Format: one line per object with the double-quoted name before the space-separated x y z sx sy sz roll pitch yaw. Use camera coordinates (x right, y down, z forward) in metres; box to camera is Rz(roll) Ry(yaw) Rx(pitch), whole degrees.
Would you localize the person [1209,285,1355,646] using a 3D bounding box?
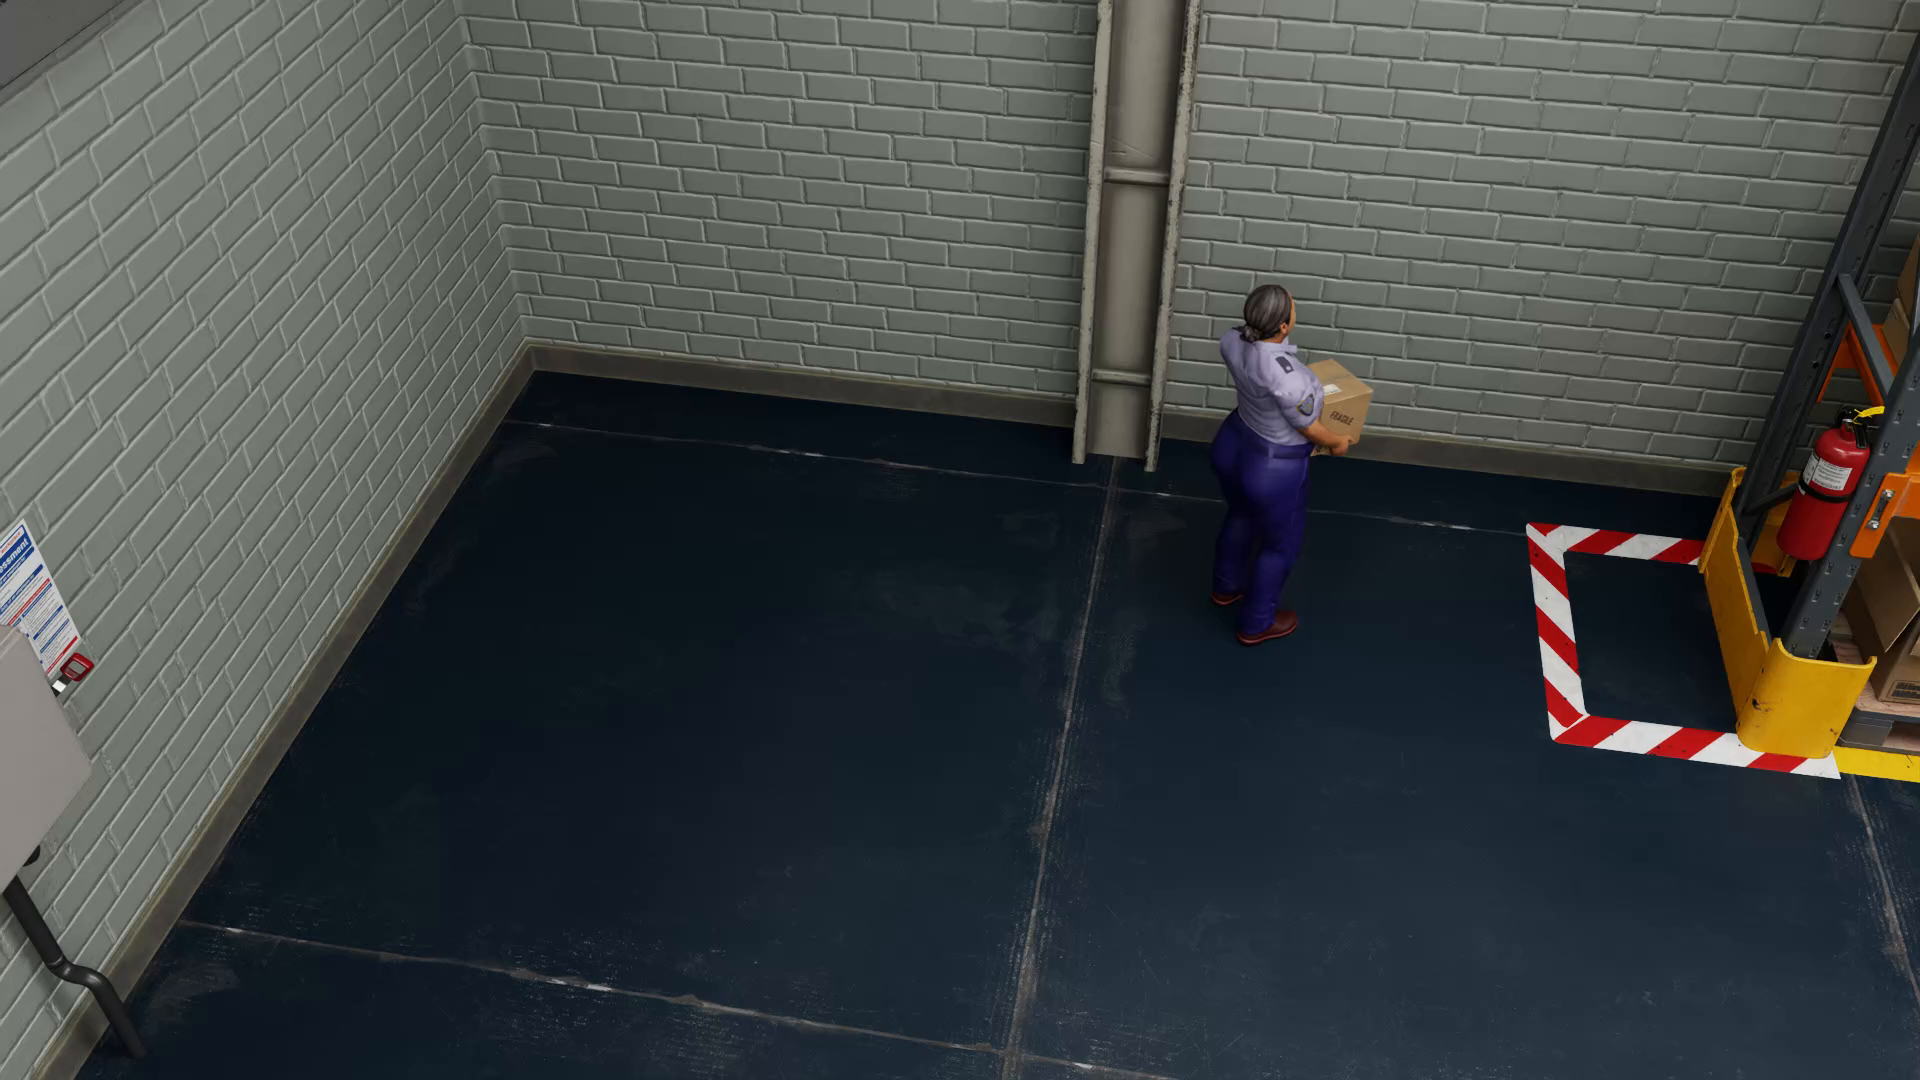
"person" 1.251 -0.326 6.565 0.517 1.622 0.452 -21 45 -22
